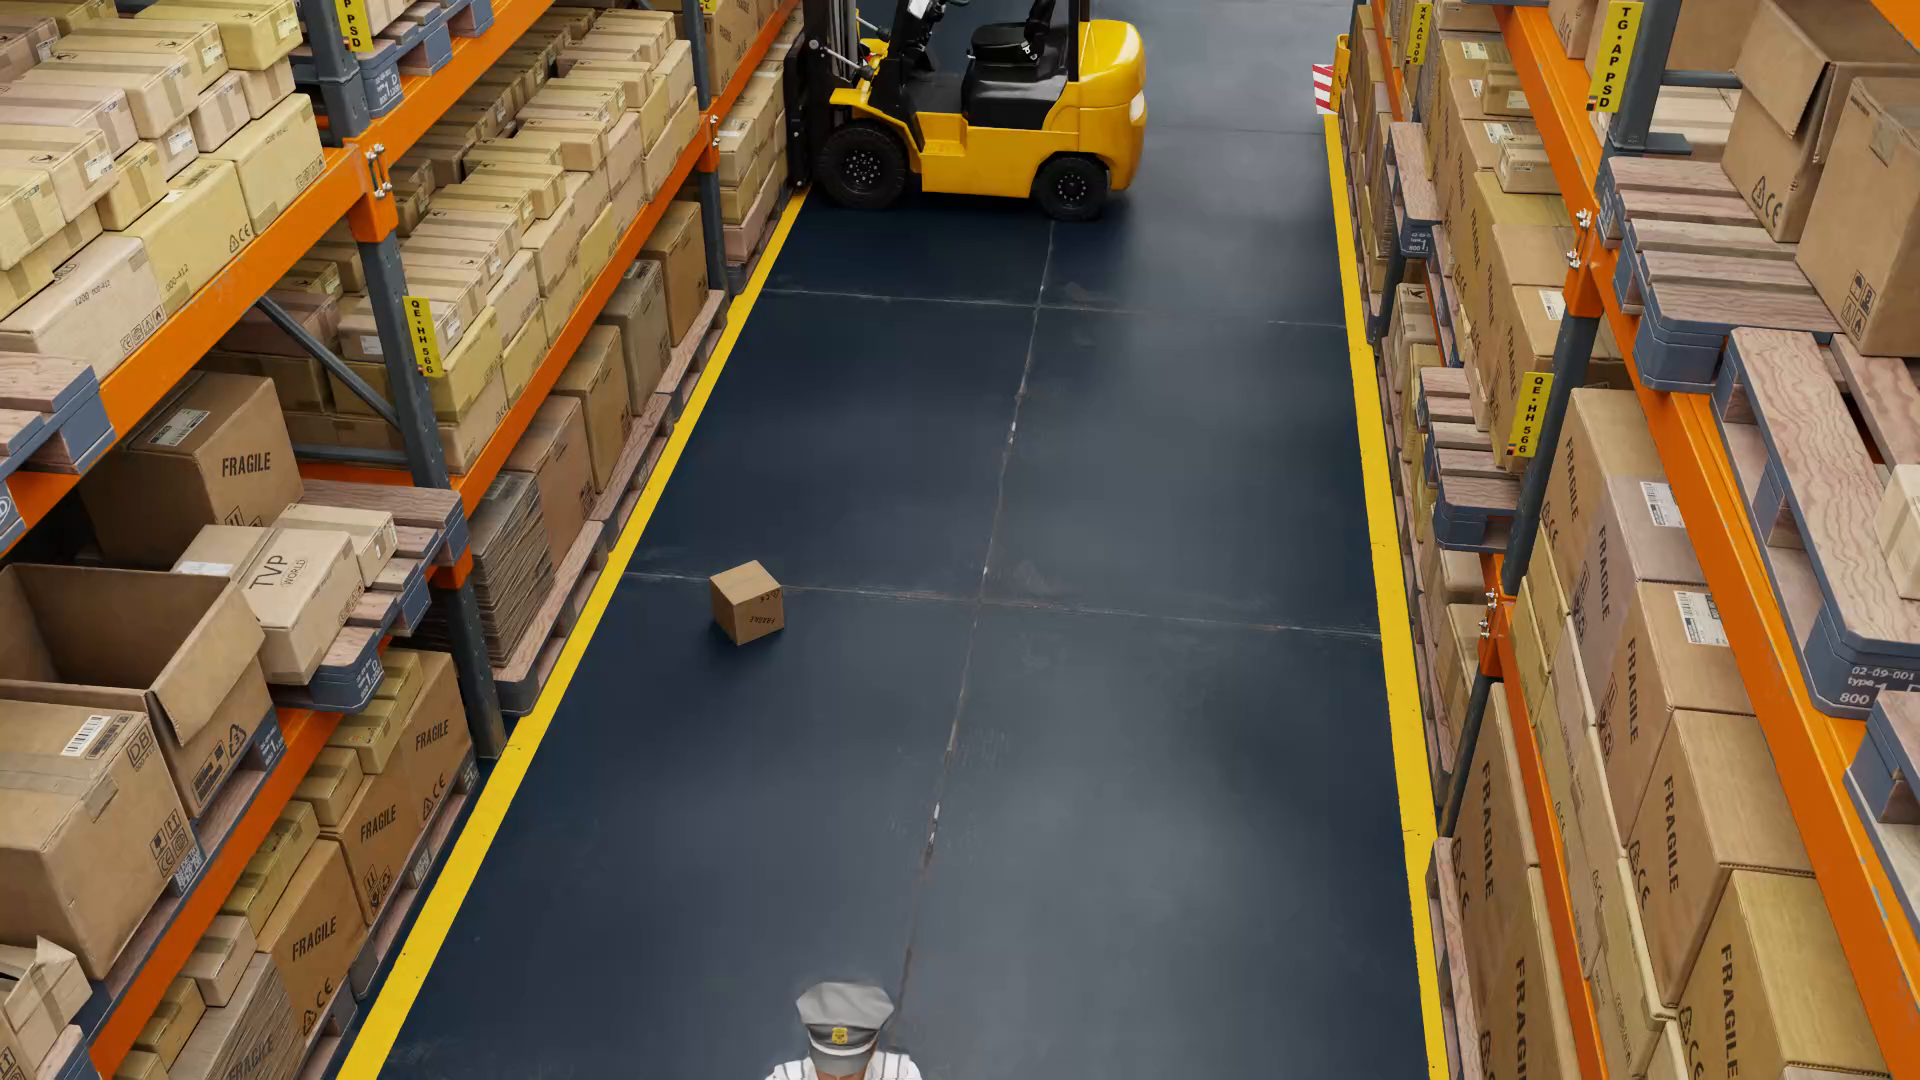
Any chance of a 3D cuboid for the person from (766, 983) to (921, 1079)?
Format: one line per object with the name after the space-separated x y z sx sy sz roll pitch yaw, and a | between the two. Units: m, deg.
-0.319 1.838 4.505 0.514 1.633 0.994 0 36 -1 | person
